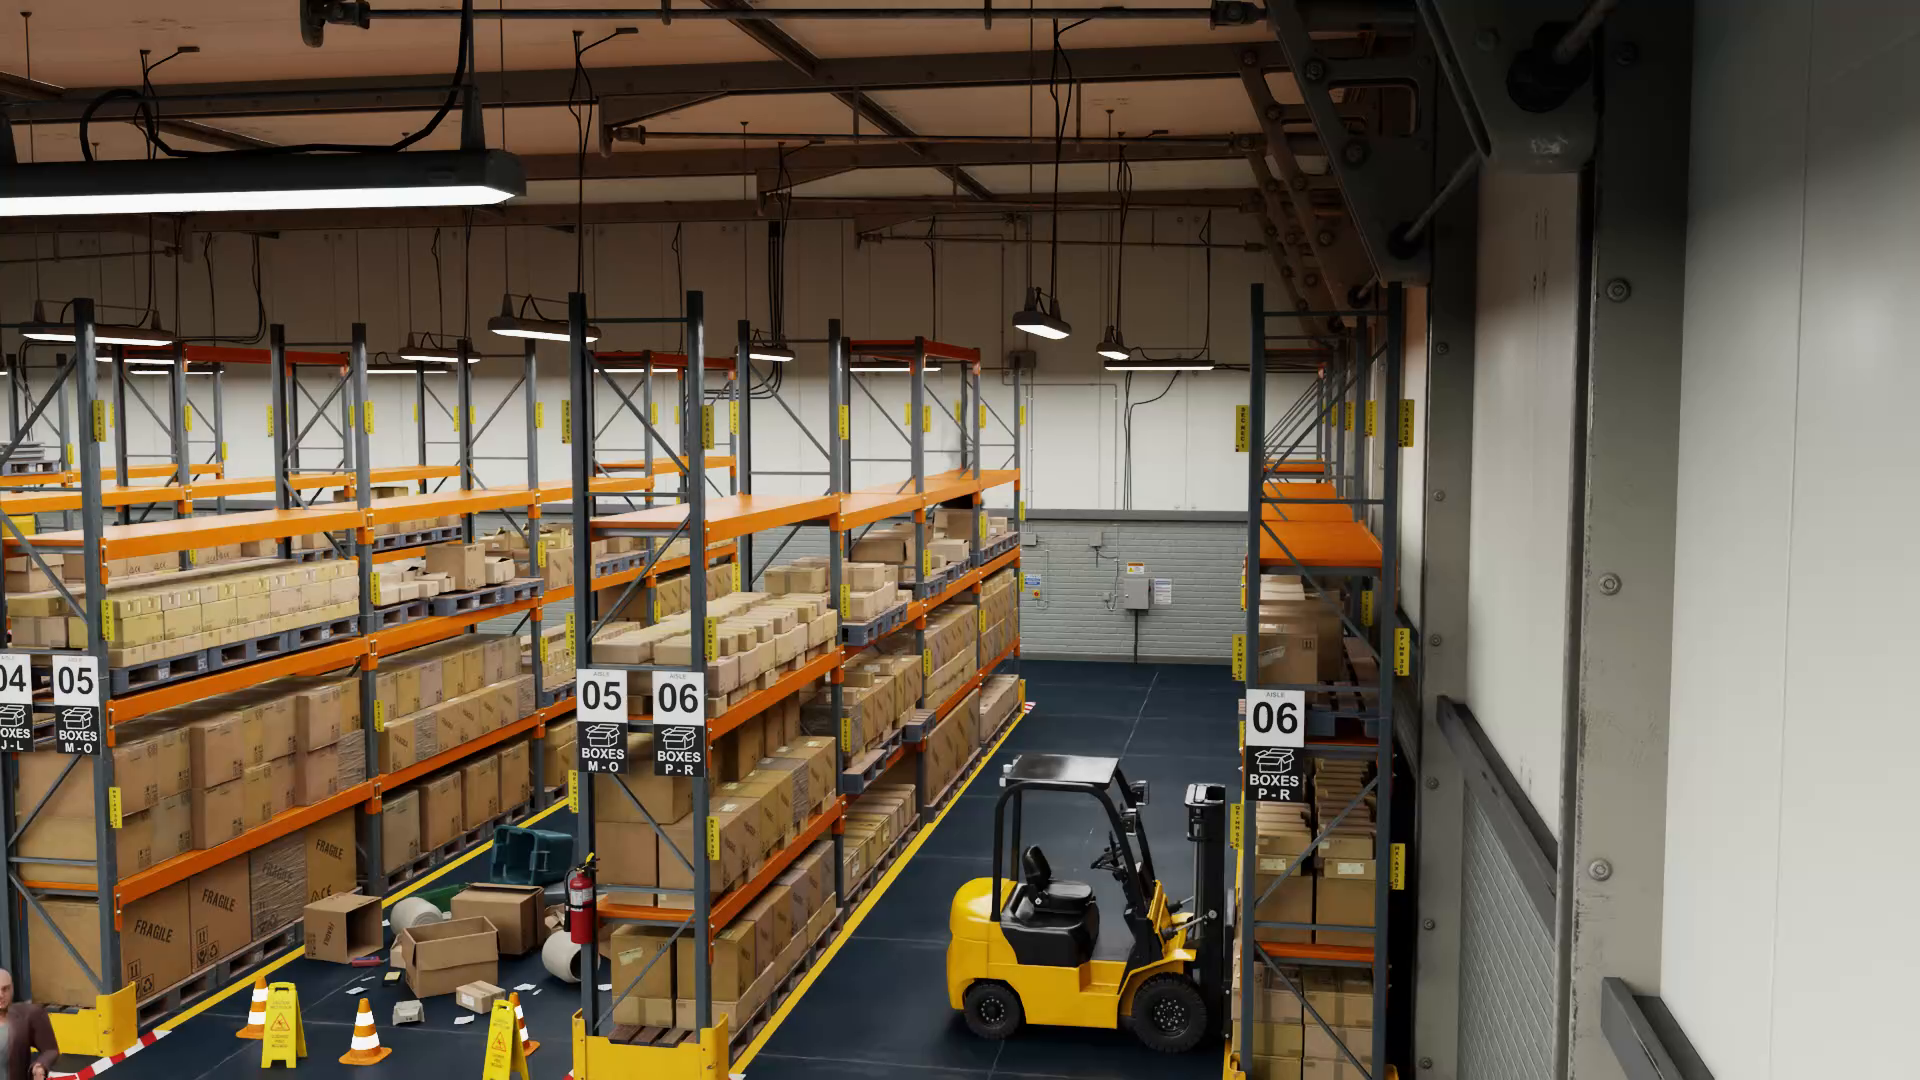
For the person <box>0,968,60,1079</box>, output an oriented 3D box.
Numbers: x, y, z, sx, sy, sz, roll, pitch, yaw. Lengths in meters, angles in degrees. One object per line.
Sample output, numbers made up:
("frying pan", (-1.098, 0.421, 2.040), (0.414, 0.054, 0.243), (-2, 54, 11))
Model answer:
("person", (-5.881, 3.481, 10.105), (0.743, 1.781, 0.915), (-4, 6, -40))
